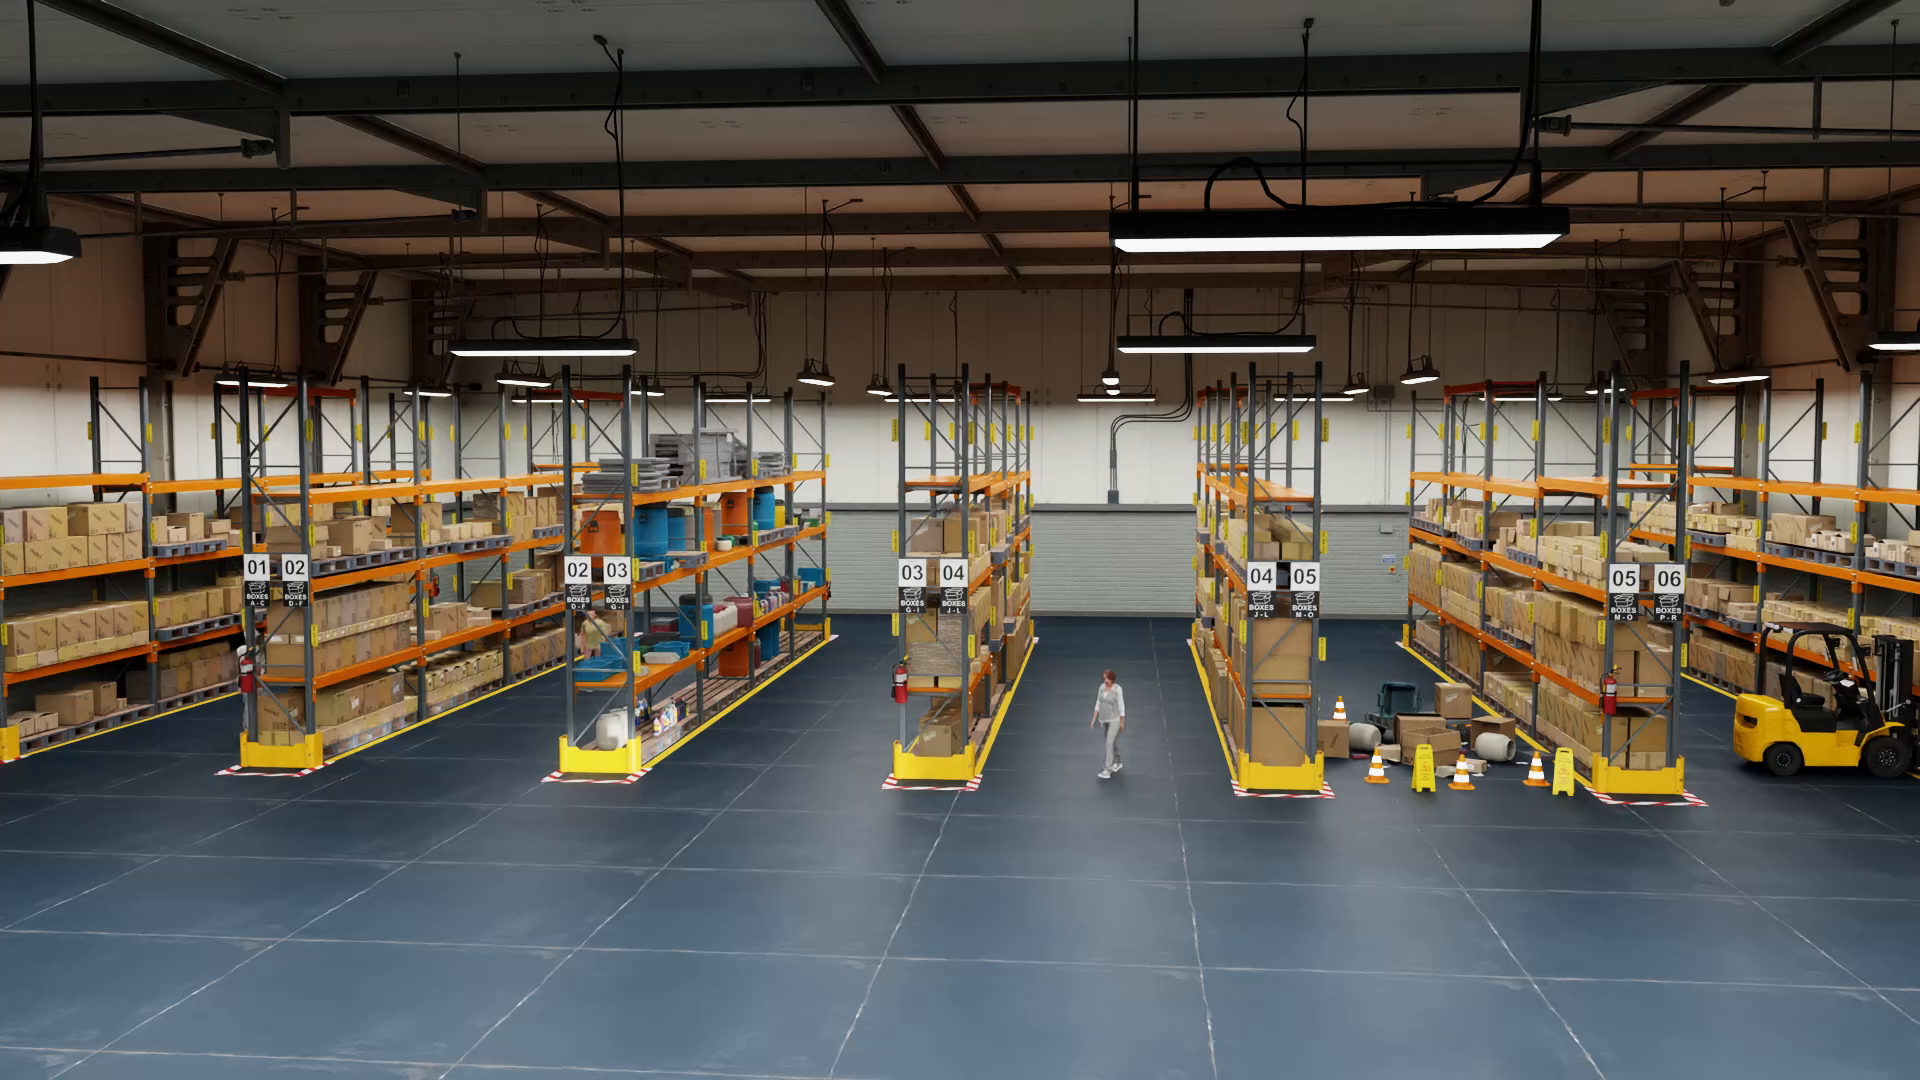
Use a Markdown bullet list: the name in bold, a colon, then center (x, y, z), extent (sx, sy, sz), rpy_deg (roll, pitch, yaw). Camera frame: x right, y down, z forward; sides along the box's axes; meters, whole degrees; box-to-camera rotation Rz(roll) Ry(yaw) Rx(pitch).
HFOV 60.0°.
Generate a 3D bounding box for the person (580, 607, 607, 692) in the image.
- **person**: center (-7.135, 2.107, 32.408), extent (0.534, 1.655, 0.638), rpy_deg (0, 4, 0)

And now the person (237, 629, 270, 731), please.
- **person**: center (-11.702, 2.348, 27.446), extent (0.594, 1.774, 0.521), rpy_deg (1, 4, 15)

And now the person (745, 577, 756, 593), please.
- **person**: center (-4.970, 1.678, 39.791), extent (0.431, 1.657, 0.469), rpy_deg (1, 4, 18)

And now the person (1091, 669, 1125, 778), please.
- **person**: center (2.183, 2.656, 24.294), extent (0.817, 1.563, 0.426), rpy_deg (-3, 5, -43)
